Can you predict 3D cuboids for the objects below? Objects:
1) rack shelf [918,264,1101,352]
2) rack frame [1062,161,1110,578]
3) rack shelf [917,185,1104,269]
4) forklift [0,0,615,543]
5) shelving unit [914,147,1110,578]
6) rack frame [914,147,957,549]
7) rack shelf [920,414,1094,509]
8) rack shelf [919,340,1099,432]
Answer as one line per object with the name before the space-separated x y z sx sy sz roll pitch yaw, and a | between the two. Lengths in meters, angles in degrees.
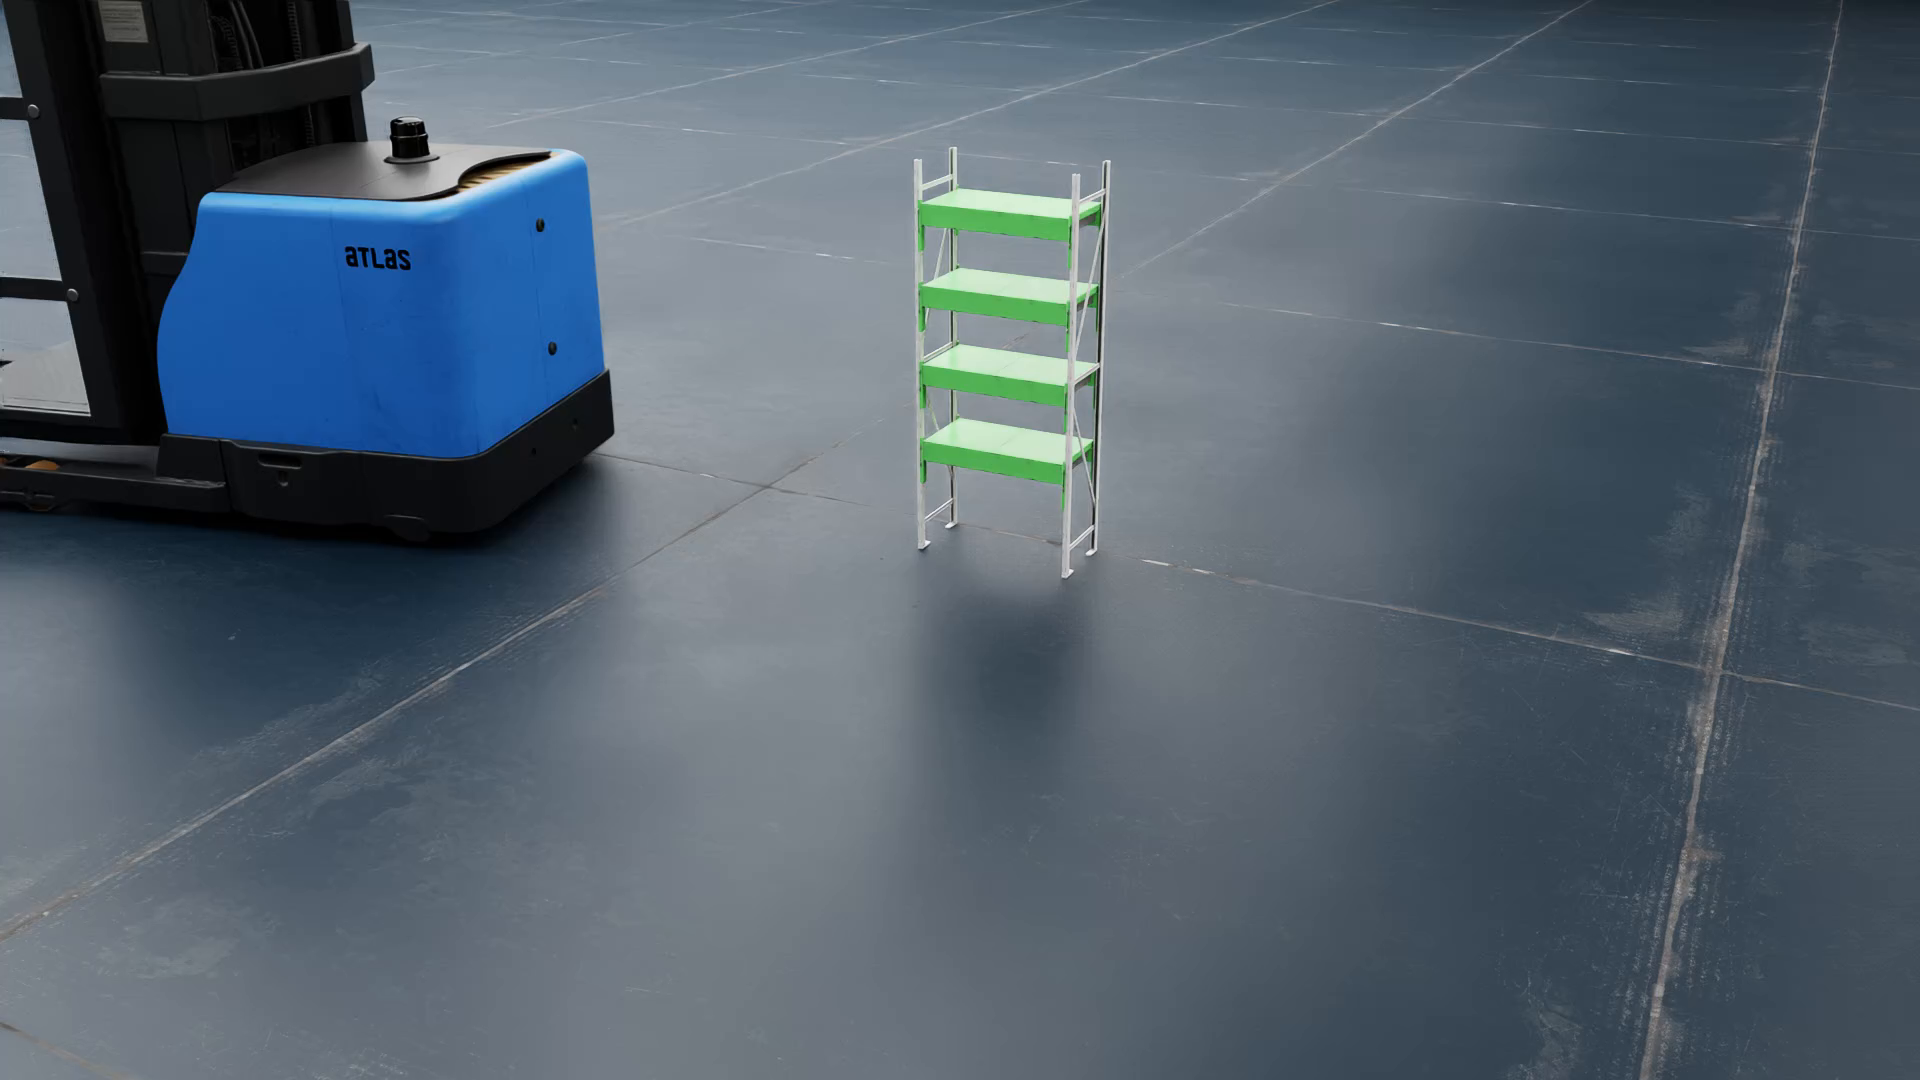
rack shelf | 0.148 -0.685 4.878 0.480 0.148 0.258 11 25 25
rack frame | 0.365 -0.480 4.845 0.015 1.200 0.240 11 25 25
rack shelf | 0.148 -0.906 4.784 0.480 0.148 0.258 11 25 25
forklift | -2.813 -1.634 5.347 3.031 2.935 1.130 5 24 13
shelving unit | 0.148 -0.523 4.946 0.503 1.200 0.258 11 25 25
rack frame | -0.070 -0.566 5.048 0.015 1.200 0.240 11 25 25
rack shelf | 0.148 -0.243 5.065 0.480 0.148 0.258 11 25 25
rack shelf | 0.148 -0.464 4.971 0.480 0.148 0.258 11 25 25
